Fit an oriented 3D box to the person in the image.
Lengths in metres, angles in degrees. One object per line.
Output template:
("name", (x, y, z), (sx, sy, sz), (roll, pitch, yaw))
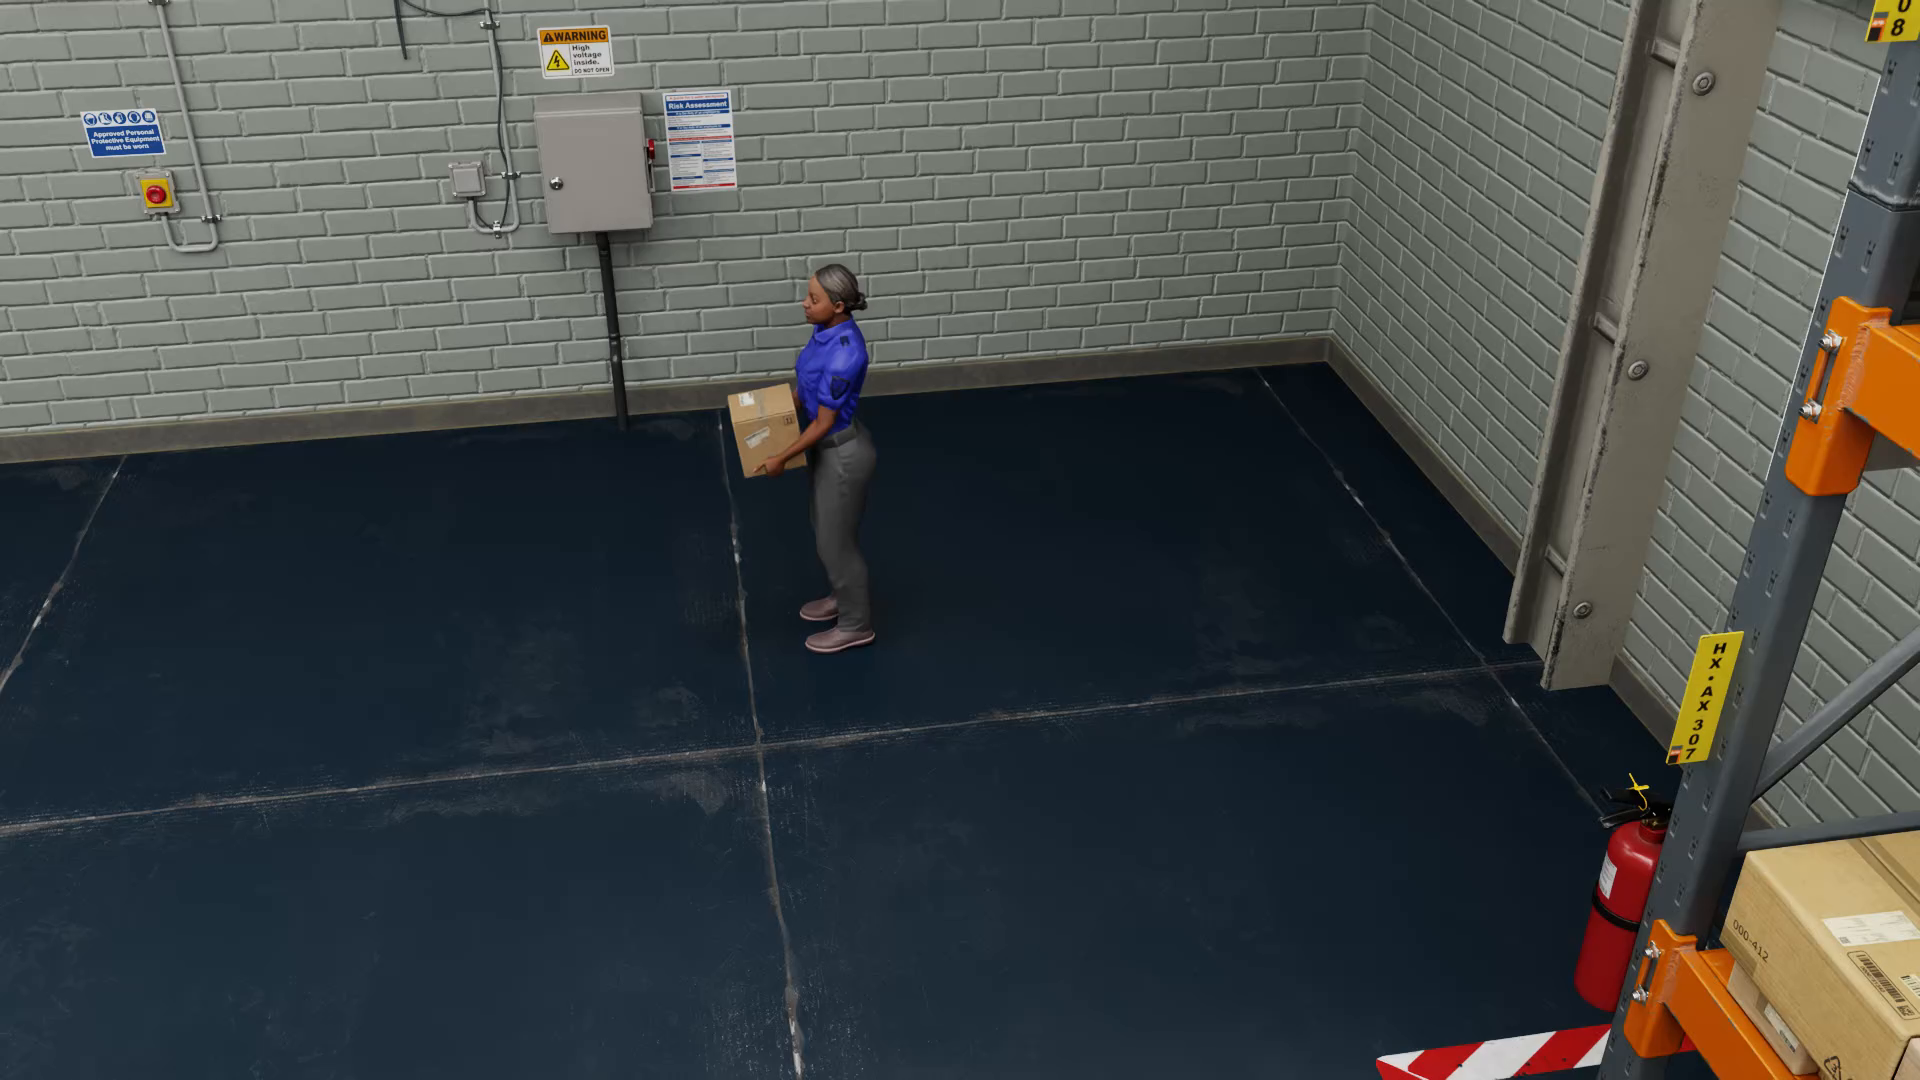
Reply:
("person", (-0.587, -0.318, 6.678), (0.499, 1.656, 0.441), (-6, 31, -9))
